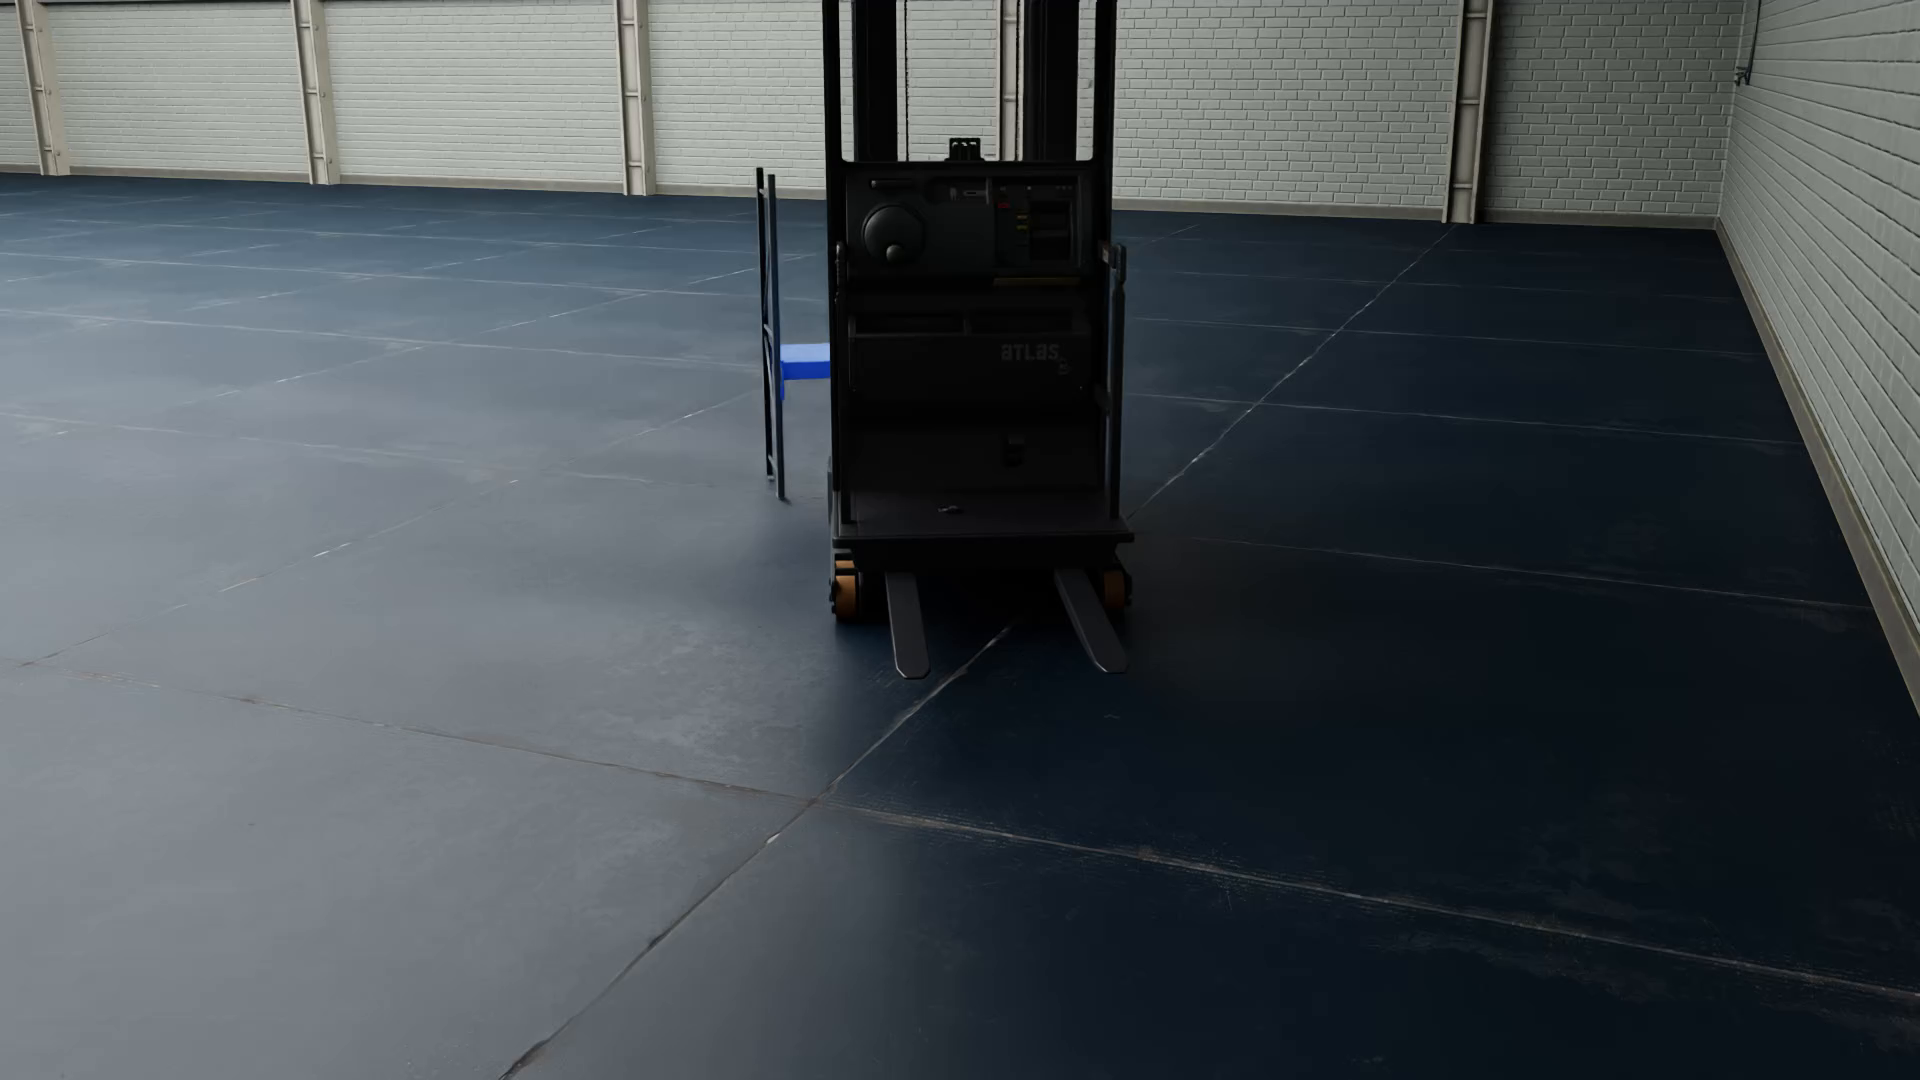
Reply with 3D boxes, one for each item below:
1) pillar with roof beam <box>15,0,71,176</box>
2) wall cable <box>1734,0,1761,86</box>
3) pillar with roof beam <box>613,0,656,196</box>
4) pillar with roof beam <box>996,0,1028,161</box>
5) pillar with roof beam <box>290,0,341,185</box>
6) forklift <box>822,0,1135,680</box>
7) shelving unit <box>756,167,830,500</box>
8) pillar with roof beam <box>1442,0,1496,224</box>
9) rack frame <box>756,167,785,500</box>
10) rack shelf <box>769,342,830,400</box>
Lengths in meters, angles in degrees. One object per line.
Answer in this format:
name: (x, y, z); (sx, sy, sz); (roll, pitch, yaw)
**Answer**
pillar with roof beam: (-17.594, -9.679, 24.374); (0.400, 9.000, 9.100); (6, 17, 21)
wall cable: (8.567, -6.205, 17.977); (0.112, 2.526, 3.097); (6, 17, 21)
pillar with roof beam: (-6.431, -8.452, 20.146); (0.400, 9.000, 9.100); (6, 17, 21)
pillar with roof beam: (-0.850, -7.838, 18.032); (0.400, 9.000, 9.100); (6, 17, 21)
pillar with roof beam: (-12.013, -9.066, 22.260); (0.400, 9.000, 9.100); (6, 17, 21)
forklift: (0.053, -1.210, 6.086); (1.130, 2.935, 3.031); (-1, 16, -4)
shelving unit: (-0.400, -1.010, 7.961); (1.048, 1.500, 0.538); (-4, 17, -13)
pillar with roof beam: (4.732, -7.224, 15.918); (0.400, 9.000, 9.100); (6, 17, 21)
rack frame: (-0.895, -0.977, 7.851); (0.032, 1.500, 0.500); (-4, 17, -13)
rack shelf: (-0.400, -0.837, 8.011); (1.000, 0.185, 0.538); (-4, 17, -13)
